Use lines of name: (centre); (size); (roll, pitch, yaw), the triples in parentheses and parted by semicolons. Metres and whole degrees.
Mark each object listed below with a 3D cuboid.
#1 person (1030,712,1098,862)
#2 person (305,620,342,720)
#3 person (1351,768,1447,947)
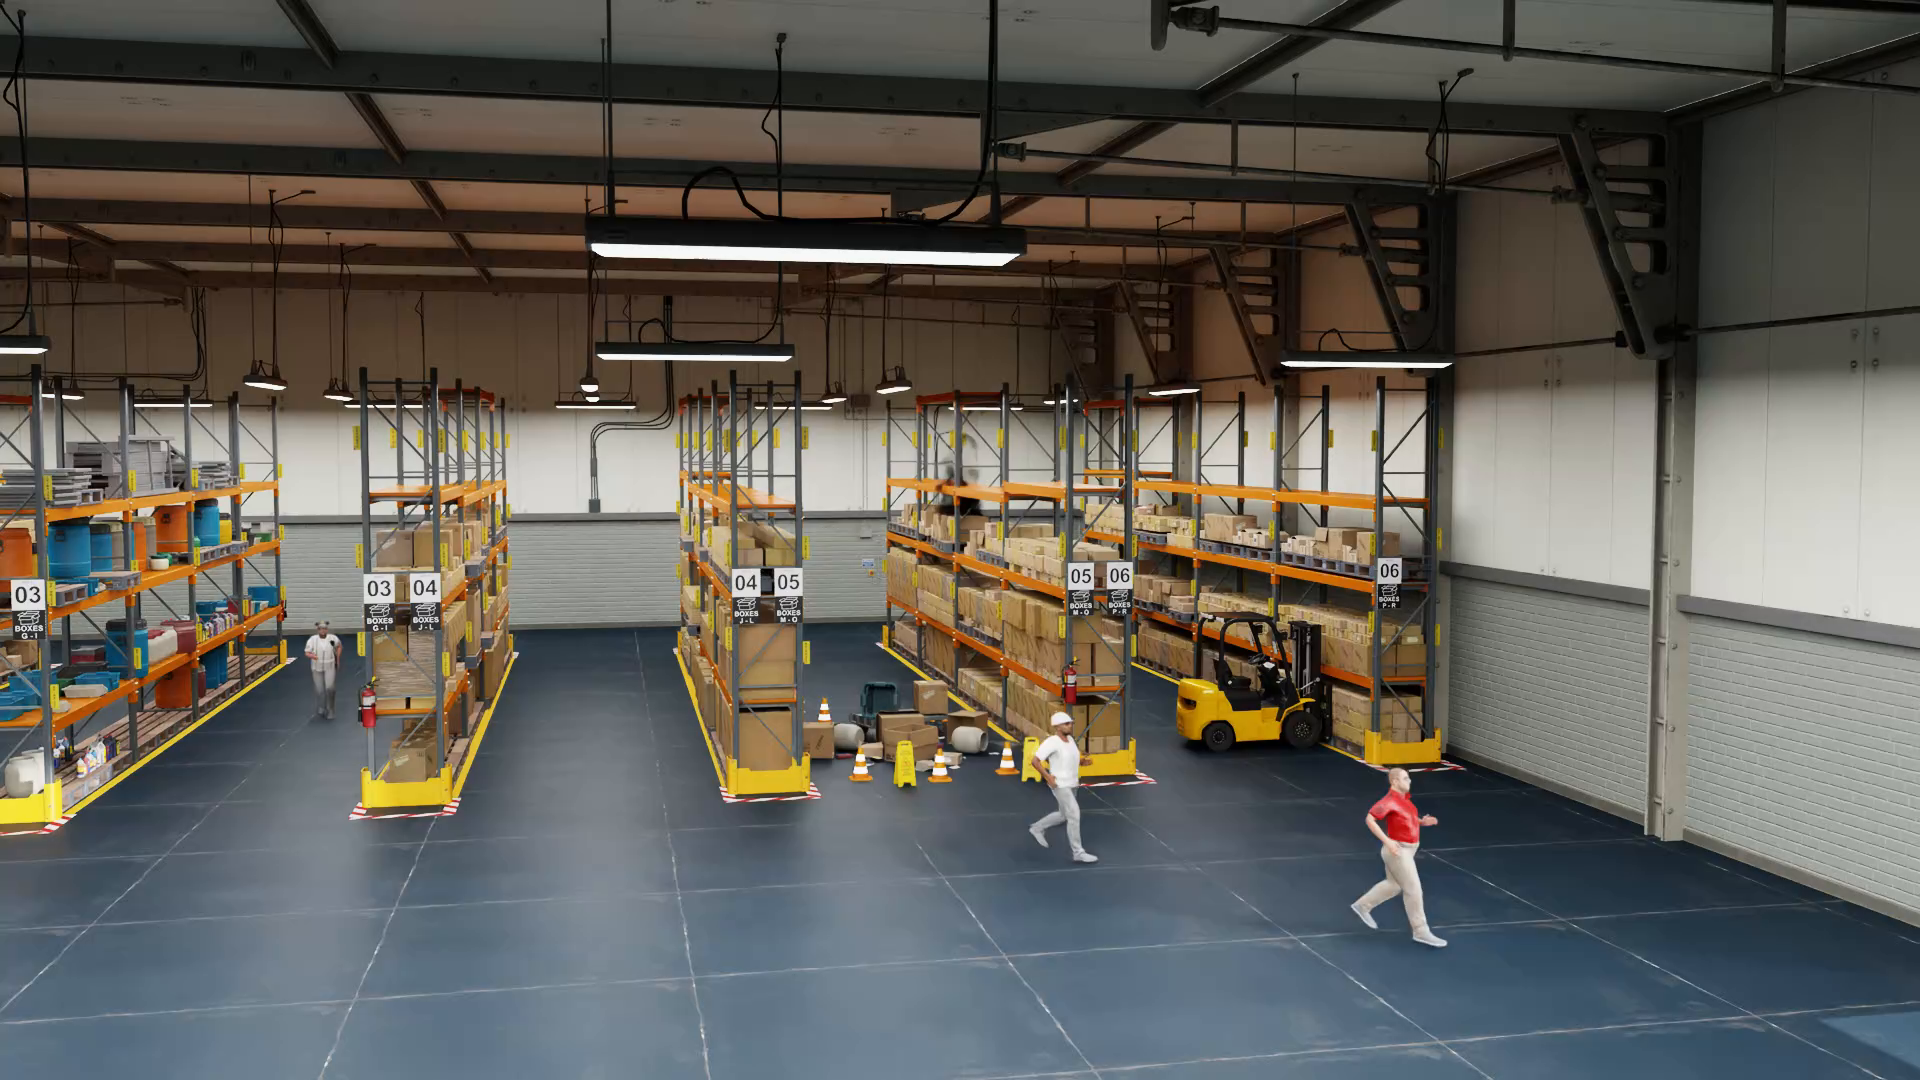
person: (1.227, 2.927, 19.866); (0.968, 1.747, 0.710); (2, 4, 30)
person: (-11.483, 2.347, 29.989); (0.606, 1.826, 0.821); (-1, 4, -16)
person: (4.384, 3.129, 16.610); (0.989, 1.716, 0.662); (2, 4, 27)
